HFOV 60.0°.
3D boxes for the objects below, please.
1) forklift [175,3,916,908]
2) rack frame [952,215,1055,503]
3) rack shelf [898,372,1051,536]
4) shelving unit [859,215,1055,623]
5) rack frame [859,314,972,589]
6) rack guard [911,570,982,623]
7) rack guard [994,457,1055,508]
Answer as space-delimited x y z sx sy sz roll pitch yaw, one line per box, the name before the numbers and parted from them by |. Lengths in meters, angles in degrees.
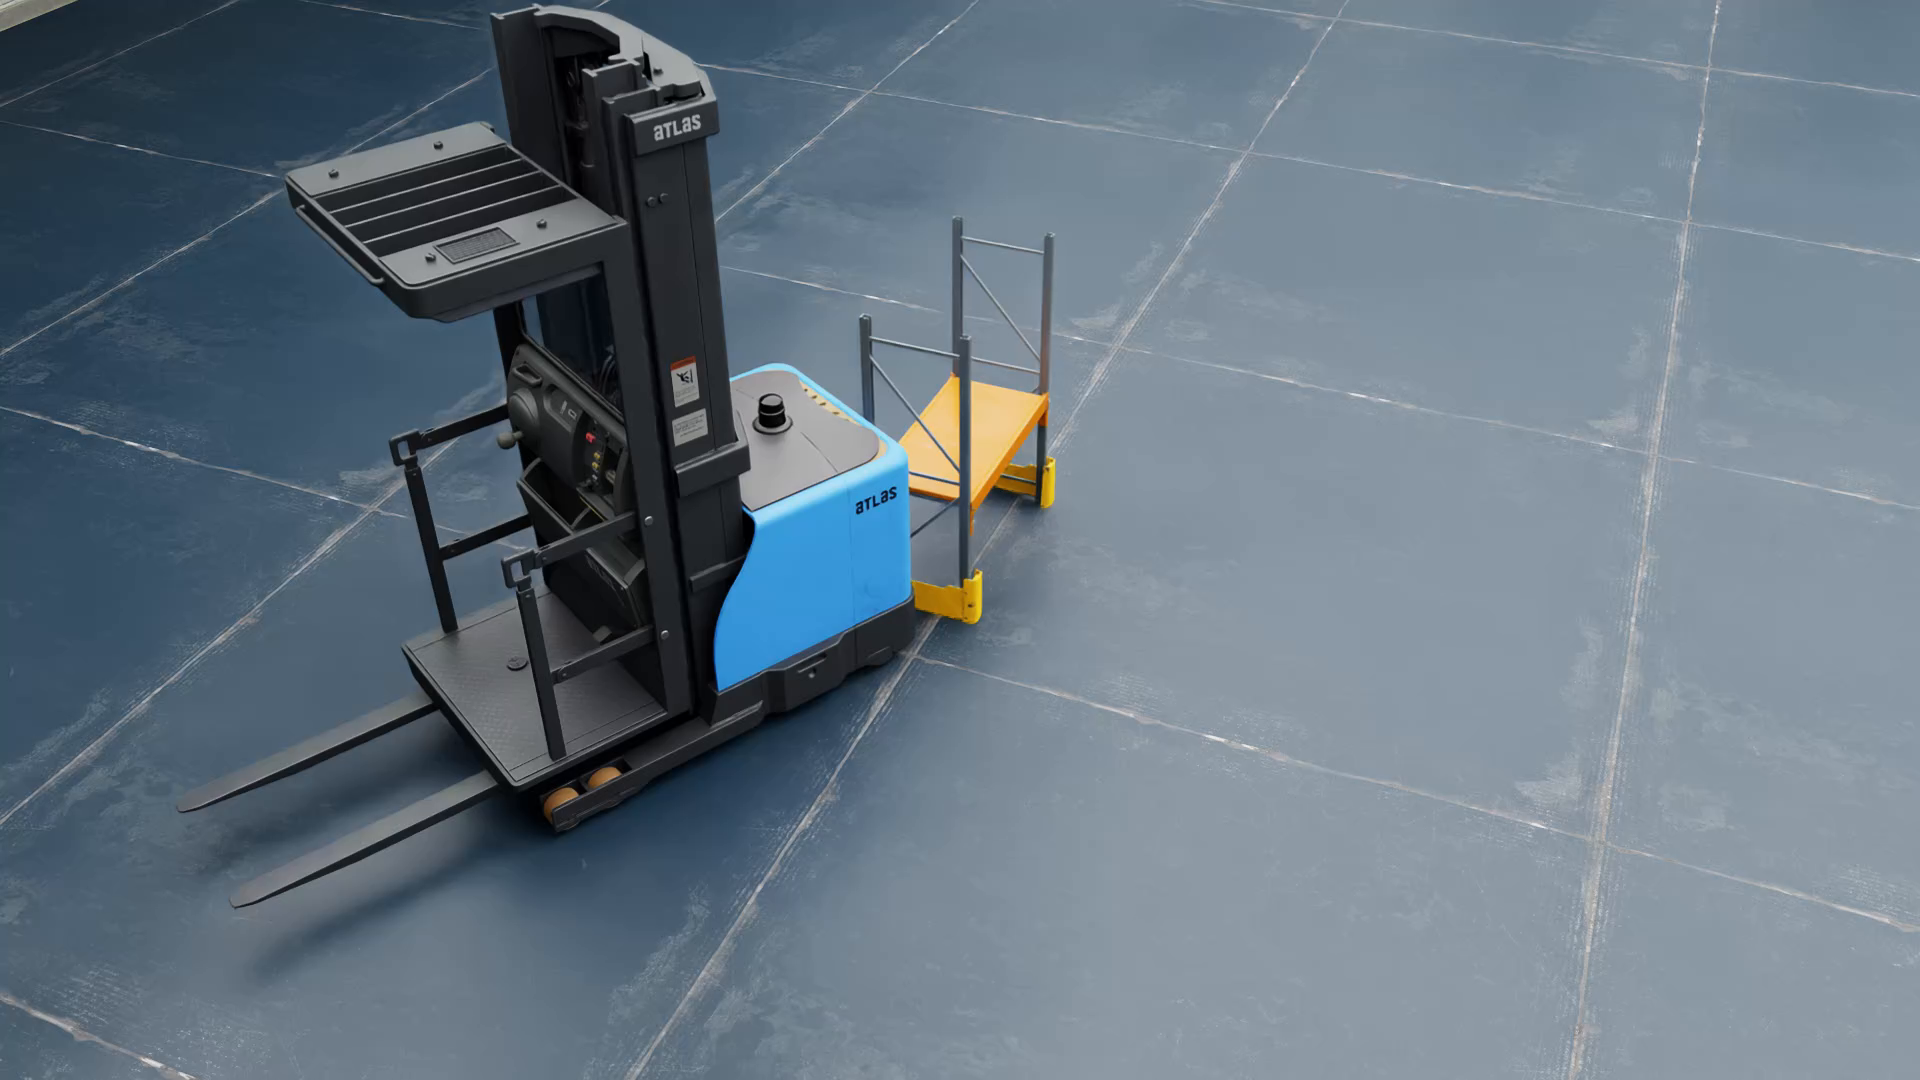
forklift | -1.673 -0.368 6.294 3.031 2.935 1.130 -25 44 -30
rack frame | 0.199 -0.852 8.137 0.500 1.500 0.032 14 39 18
rack shelf | 0.006 -0.427 7.868 0.538 0.185 1.000 14 39 18
shelving unit | 0.009 -0.576 7.767 0.587 1.500 1.083 14 39 18
rack frame | -0.188 -0.289 7.384 0.500 1.500 0.032 14 39 18
rack guard | -0.181 0.201 7.773 0.587 0.250 0.087 14 39 18
rack guard | 0.199 -0.351 8.510 0.587 0.250 0.087 14 39 18
